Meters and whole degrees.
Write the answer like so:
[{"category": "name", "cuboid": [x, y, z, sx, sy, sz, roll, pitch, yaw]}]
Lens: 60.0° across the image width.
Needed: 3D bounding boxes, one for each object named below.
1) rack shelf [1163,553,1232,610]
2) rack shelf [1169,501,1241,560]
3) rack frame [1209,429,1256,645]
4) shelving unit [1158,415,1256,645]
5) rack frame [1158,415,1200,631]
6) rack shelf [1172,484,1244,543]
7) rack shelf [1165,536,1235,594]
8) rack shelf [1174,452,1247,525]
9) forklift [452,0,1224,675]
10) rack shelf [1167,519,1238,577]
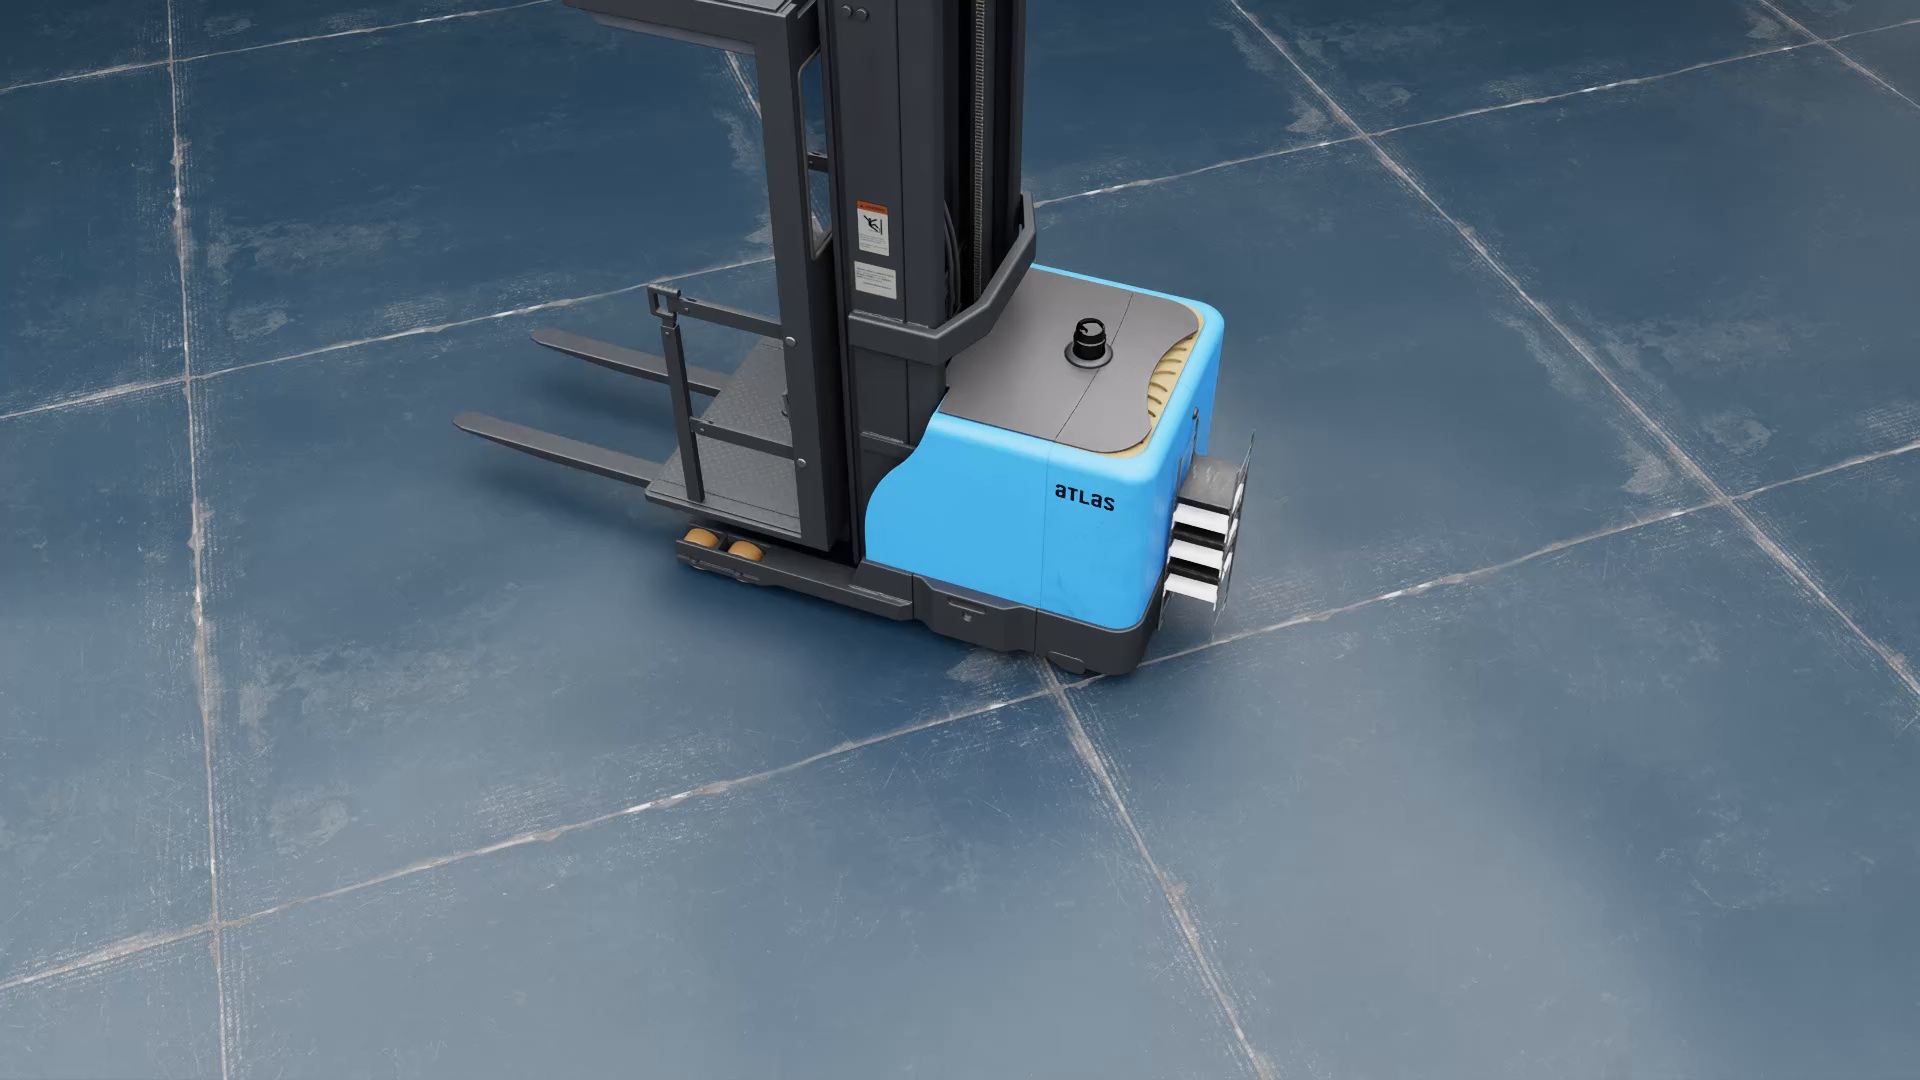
[{"category": "rack shelf", "cuboid": [0.902, 0.130, 6.287, 0.200, 0.077, 0.258, 16, 47, 15]}, {"category": "rack shelf", "cuboid": [0.902, -0.061, 6.095, 0.200, 0.077, 0.258, 16, 47, 15]}, {"category": "rack frame", "cuboid": [0.997, 0.005, 6.109, 0.006, 0.900, 0.240, 16, 47, 15]}, {"category": "shelving unit", "cuboid": [0.902, -0.021, 6.136, 0.210, 0.900, 0.258, 16, 47, 15]}, {"category": "rack frame", "cuboid": [0.807, -0.047, 6.162, 0.006, 0.900, 0.240, 16, 47, 15]}, {"category": "rack shelf", "cuboid": [0.902, -0.125, 6.032, 0.200, 0.077, 0.258, 16, 47, 15]}, {"category": "rack shelf", "cuboid": [0.902, 0.066, 6.223, 0.200, 0.077, 0.258, 16, 47, 15]}, {"category": "rack shelf", "cuboid": [0.902, -0.188, 5.968, 0.200, 0.077, 0.258, 16, 47, 15]}, {"category": "forklift", "cuboid": [-0.587, -1.198, 5.874, 3.031, 2.935, 1.130, 16, 47, 15]}, {"category": "rack shelf", "cuboid": [0.902, 0.003, 6.159, 0.200, 0.077, 0.258, 16, 47, 15]}]
